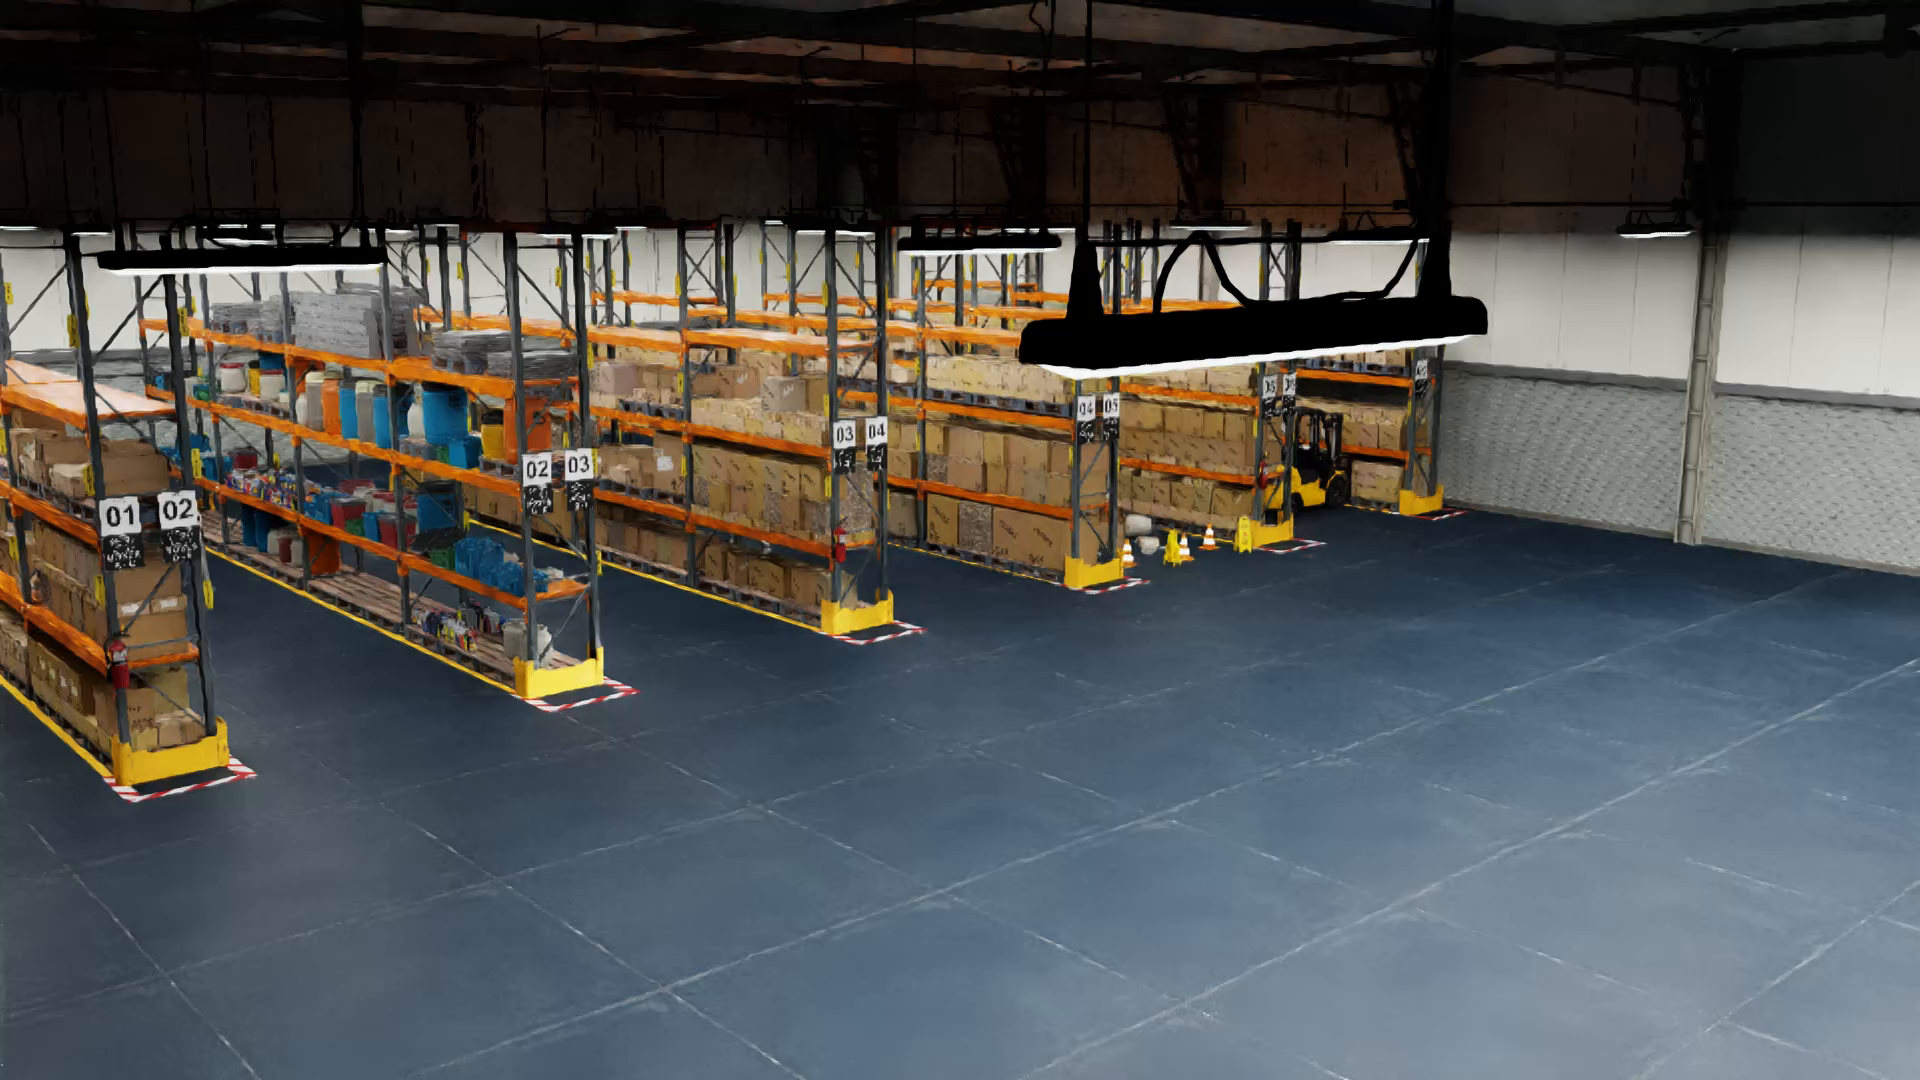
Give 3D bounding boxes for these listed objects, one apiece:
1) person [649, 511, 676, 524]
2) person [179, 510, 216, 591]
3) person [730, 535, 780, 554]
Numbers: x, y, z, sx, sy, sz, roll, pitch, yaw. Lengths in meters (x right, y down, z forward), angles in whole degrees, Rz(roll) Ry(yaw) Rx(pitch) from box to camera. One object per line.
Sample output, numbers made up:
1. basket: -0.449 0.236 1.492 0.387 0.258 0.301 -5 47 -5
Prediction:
1. person: -5.952 -0.978 32.783 0.419 1.513 1.037 -10 15 -42
2. person: -12.752 0.044 27.548 0.456 1.589 1.088 -9 15 -38
3. person: -3.785 -0.520 30.048 0.842 1.719 0.676 7 13 32
